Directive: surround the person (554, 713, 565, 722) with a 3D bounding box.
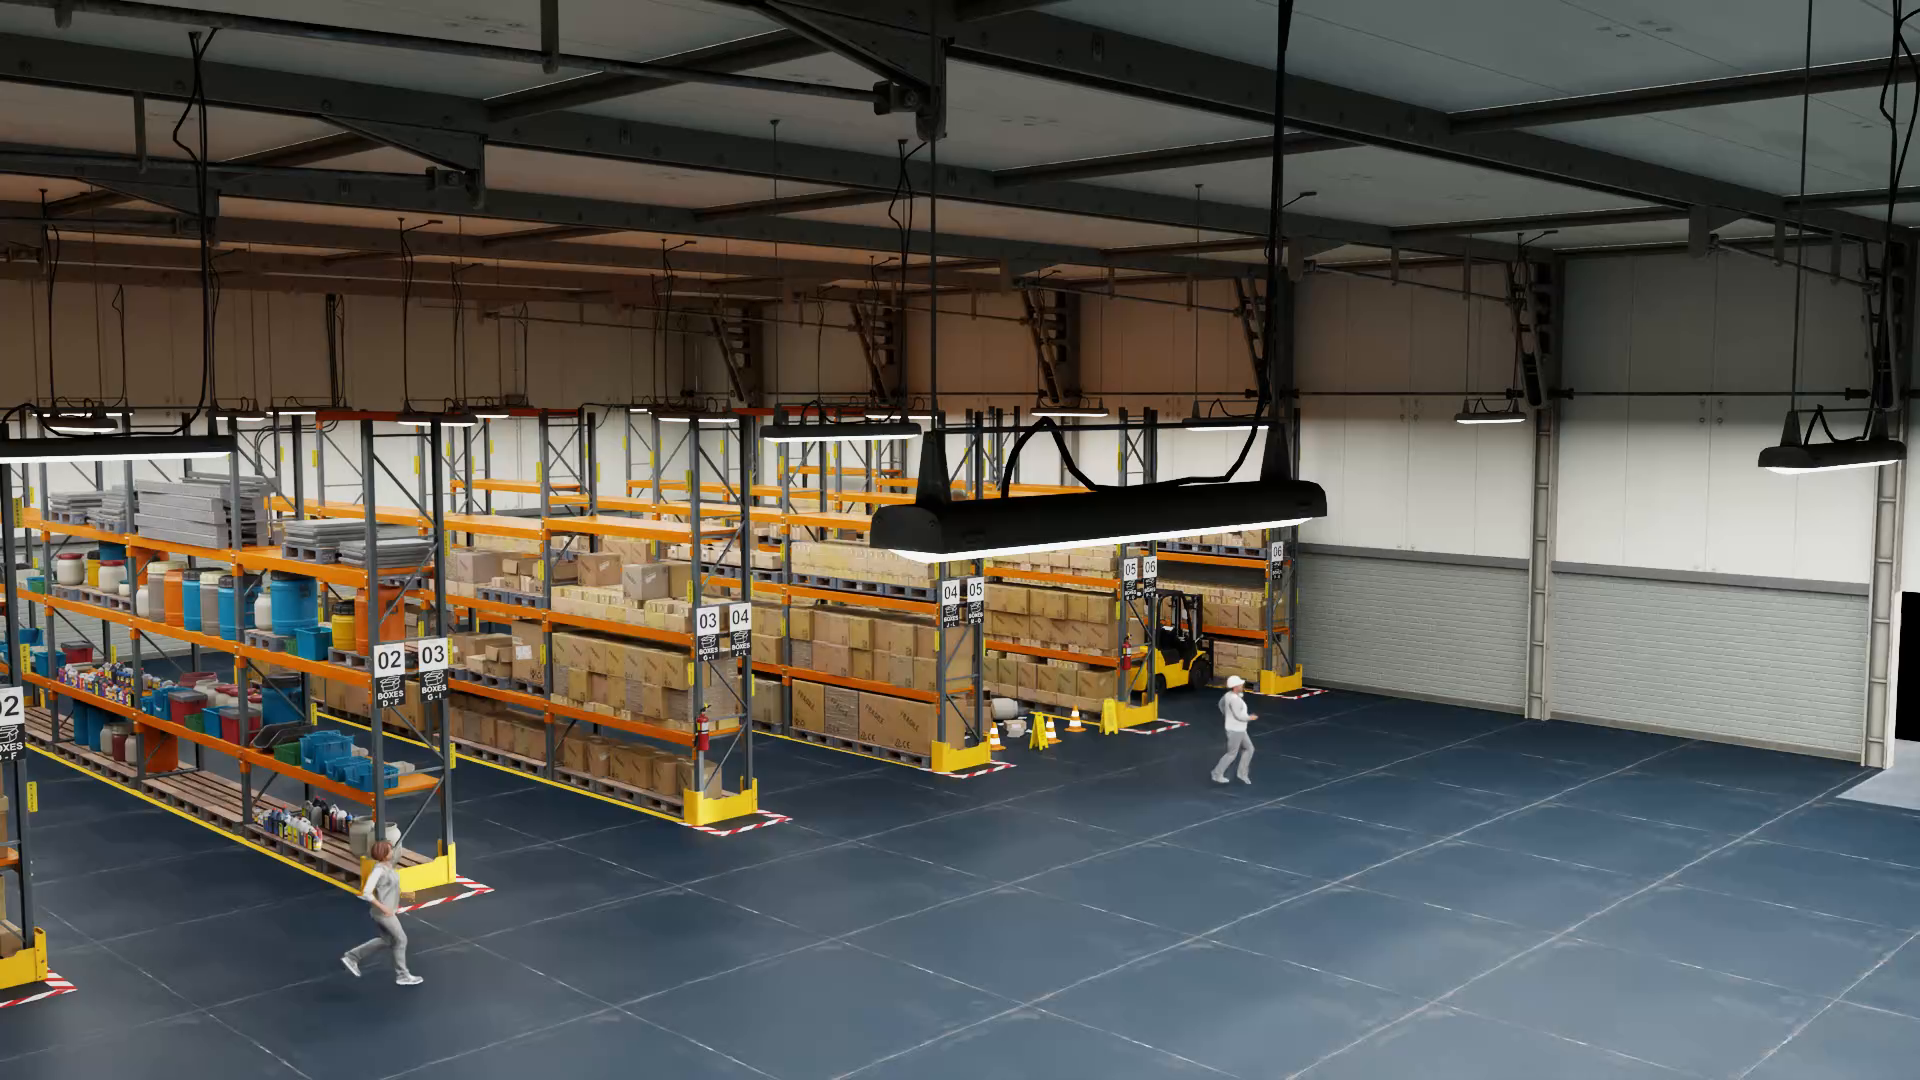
[{"bbox_3d":[-7.536,2.744,31.209,0.624,1.699,0.660,-5,7,-44],"label":"person"}]

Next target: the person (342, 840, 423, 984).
[{"bbox_3d":[-6.157,3.971,17.681,0.813,1.576,0.565,-1,5,-14],"label":"person"}]

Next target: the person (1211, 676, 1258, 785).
[{"bbox_3d":[4.428,3.087,26.820,0.734,1.822,0.658,1,5,6],"label":"person"}]
